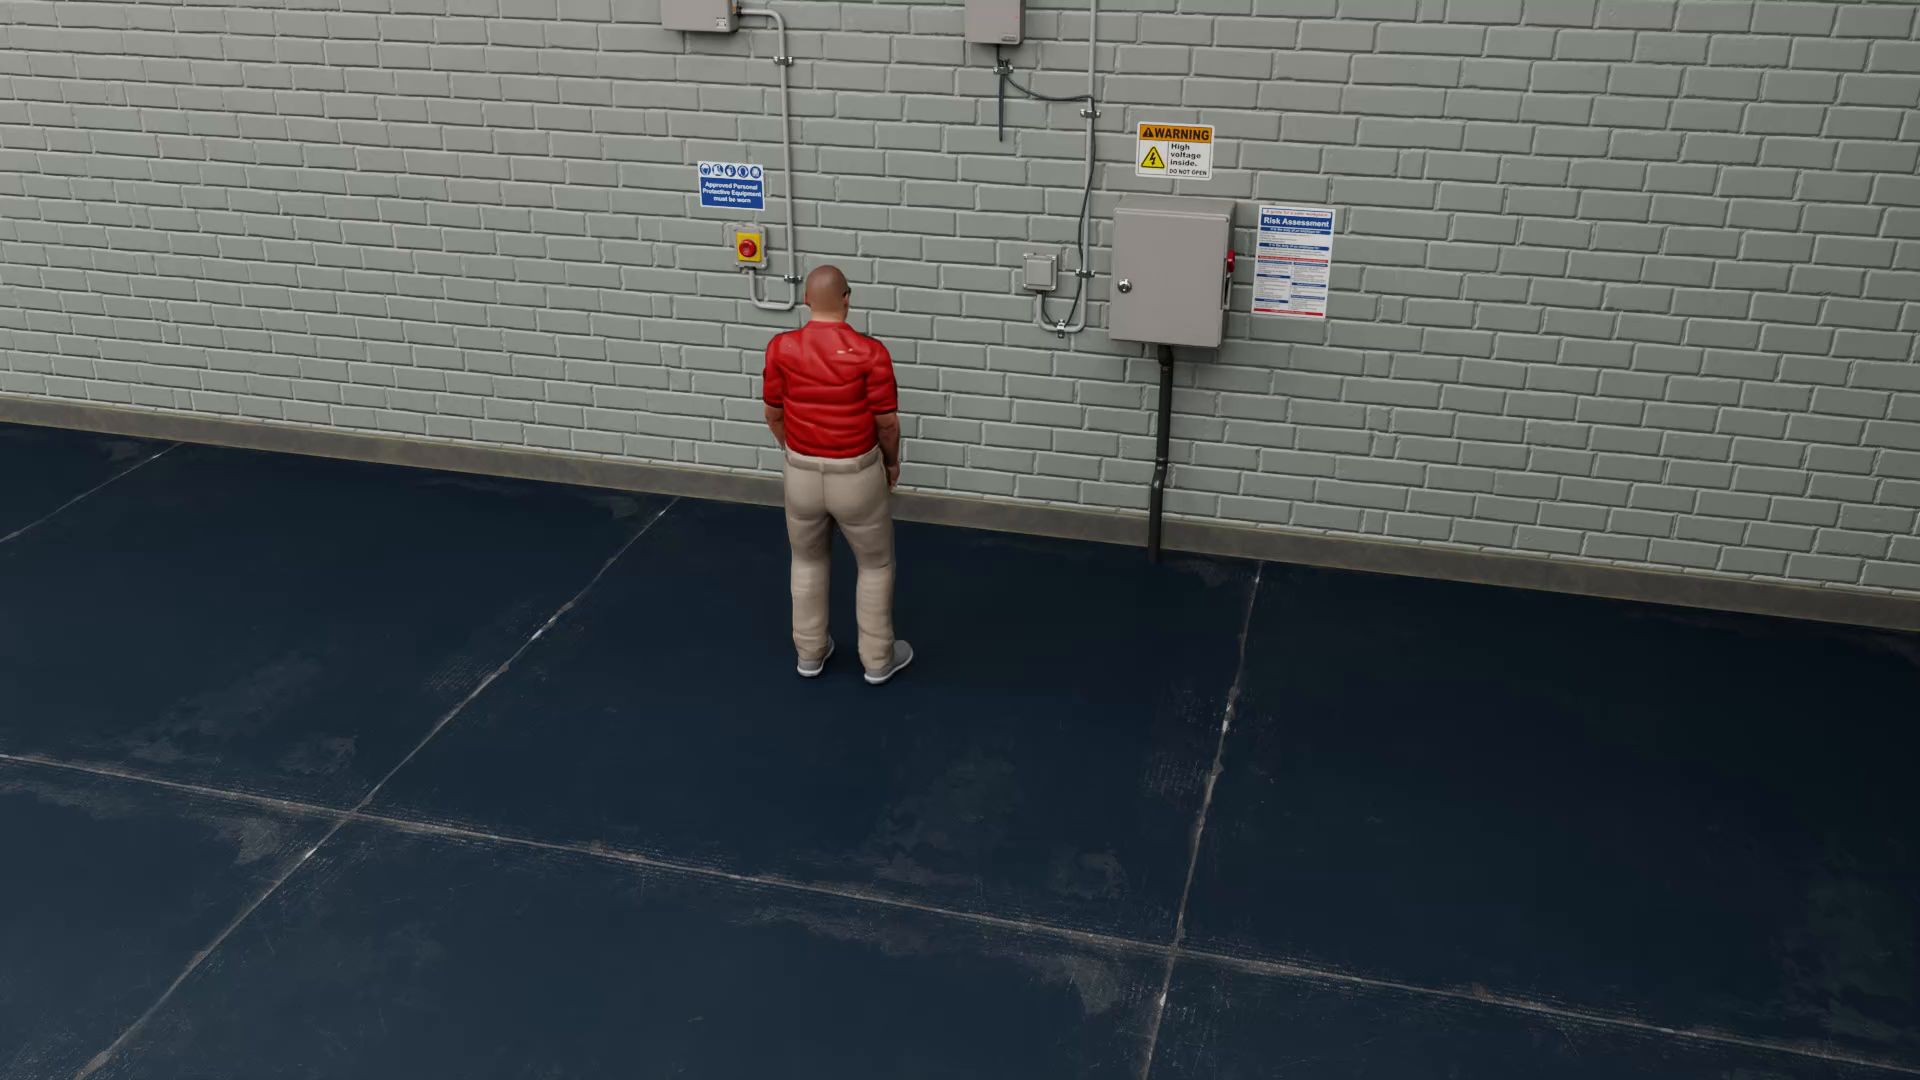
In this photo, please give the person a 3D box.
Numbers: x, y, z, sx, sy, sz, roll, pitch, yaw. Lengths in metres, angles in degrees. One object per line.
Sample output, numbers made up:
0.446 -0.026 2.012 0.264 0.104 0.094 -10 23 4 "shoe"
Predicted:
-0.491 -0.209 6.673 0.547 1.638 0.405 6 26 12 "person"
